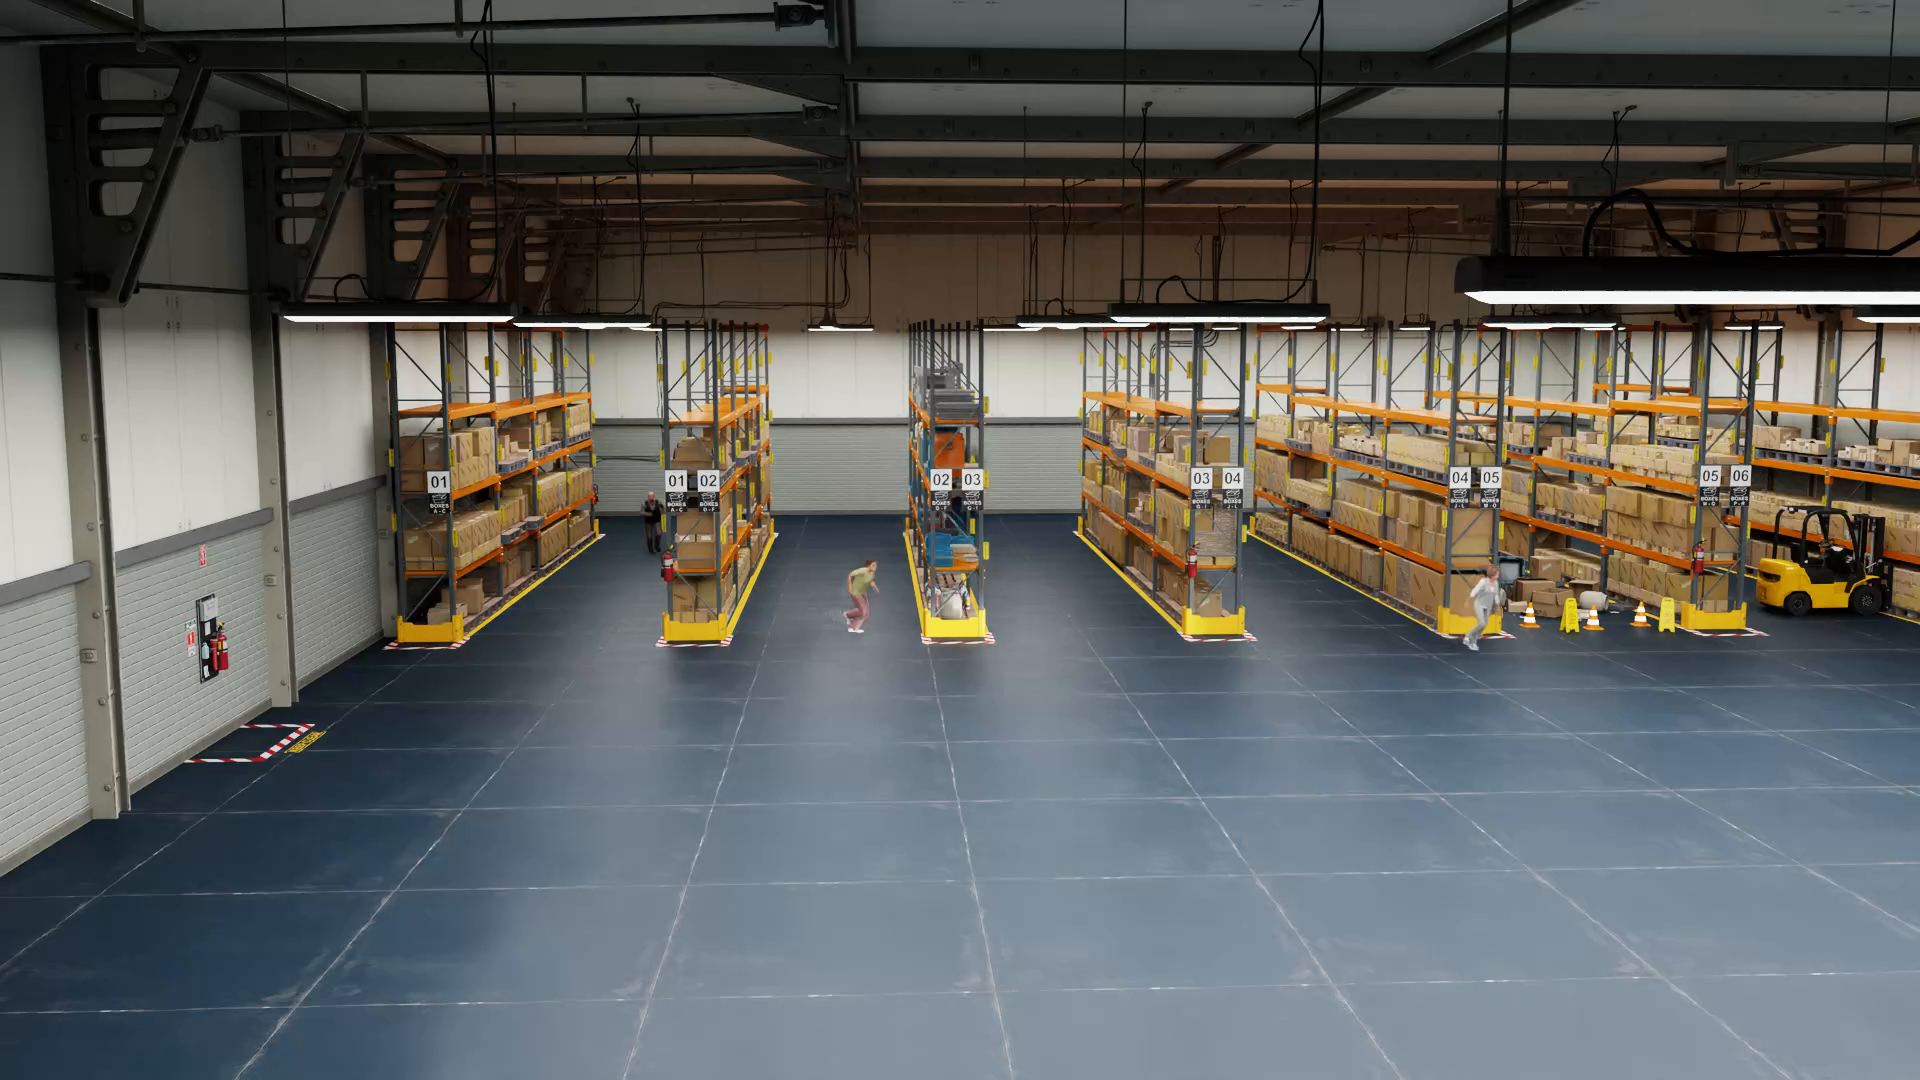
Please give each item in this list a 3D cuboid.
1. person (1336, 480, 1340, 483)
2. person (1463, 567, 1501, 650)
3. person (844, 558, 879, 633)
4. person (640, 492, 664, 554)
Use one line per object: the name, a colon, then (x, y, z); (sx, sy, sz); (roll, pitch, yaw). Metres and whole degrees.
person: (10.560, -0.861, 46.794); (0.637, 1.659, 0.557); (-2, 7, -17)
person: (9.480, 1.302, 30.180); (0.554, 1.434, 0.548); (-4, 8, -27)
person: (-1.917, 1.062, 31.772); (0.769, 1.493, 0.600); (5, 9, 35)
person: (-8.029, -0.415, 43.461); (0.661, 1.552, 0.935); (-2, 7, -15)
